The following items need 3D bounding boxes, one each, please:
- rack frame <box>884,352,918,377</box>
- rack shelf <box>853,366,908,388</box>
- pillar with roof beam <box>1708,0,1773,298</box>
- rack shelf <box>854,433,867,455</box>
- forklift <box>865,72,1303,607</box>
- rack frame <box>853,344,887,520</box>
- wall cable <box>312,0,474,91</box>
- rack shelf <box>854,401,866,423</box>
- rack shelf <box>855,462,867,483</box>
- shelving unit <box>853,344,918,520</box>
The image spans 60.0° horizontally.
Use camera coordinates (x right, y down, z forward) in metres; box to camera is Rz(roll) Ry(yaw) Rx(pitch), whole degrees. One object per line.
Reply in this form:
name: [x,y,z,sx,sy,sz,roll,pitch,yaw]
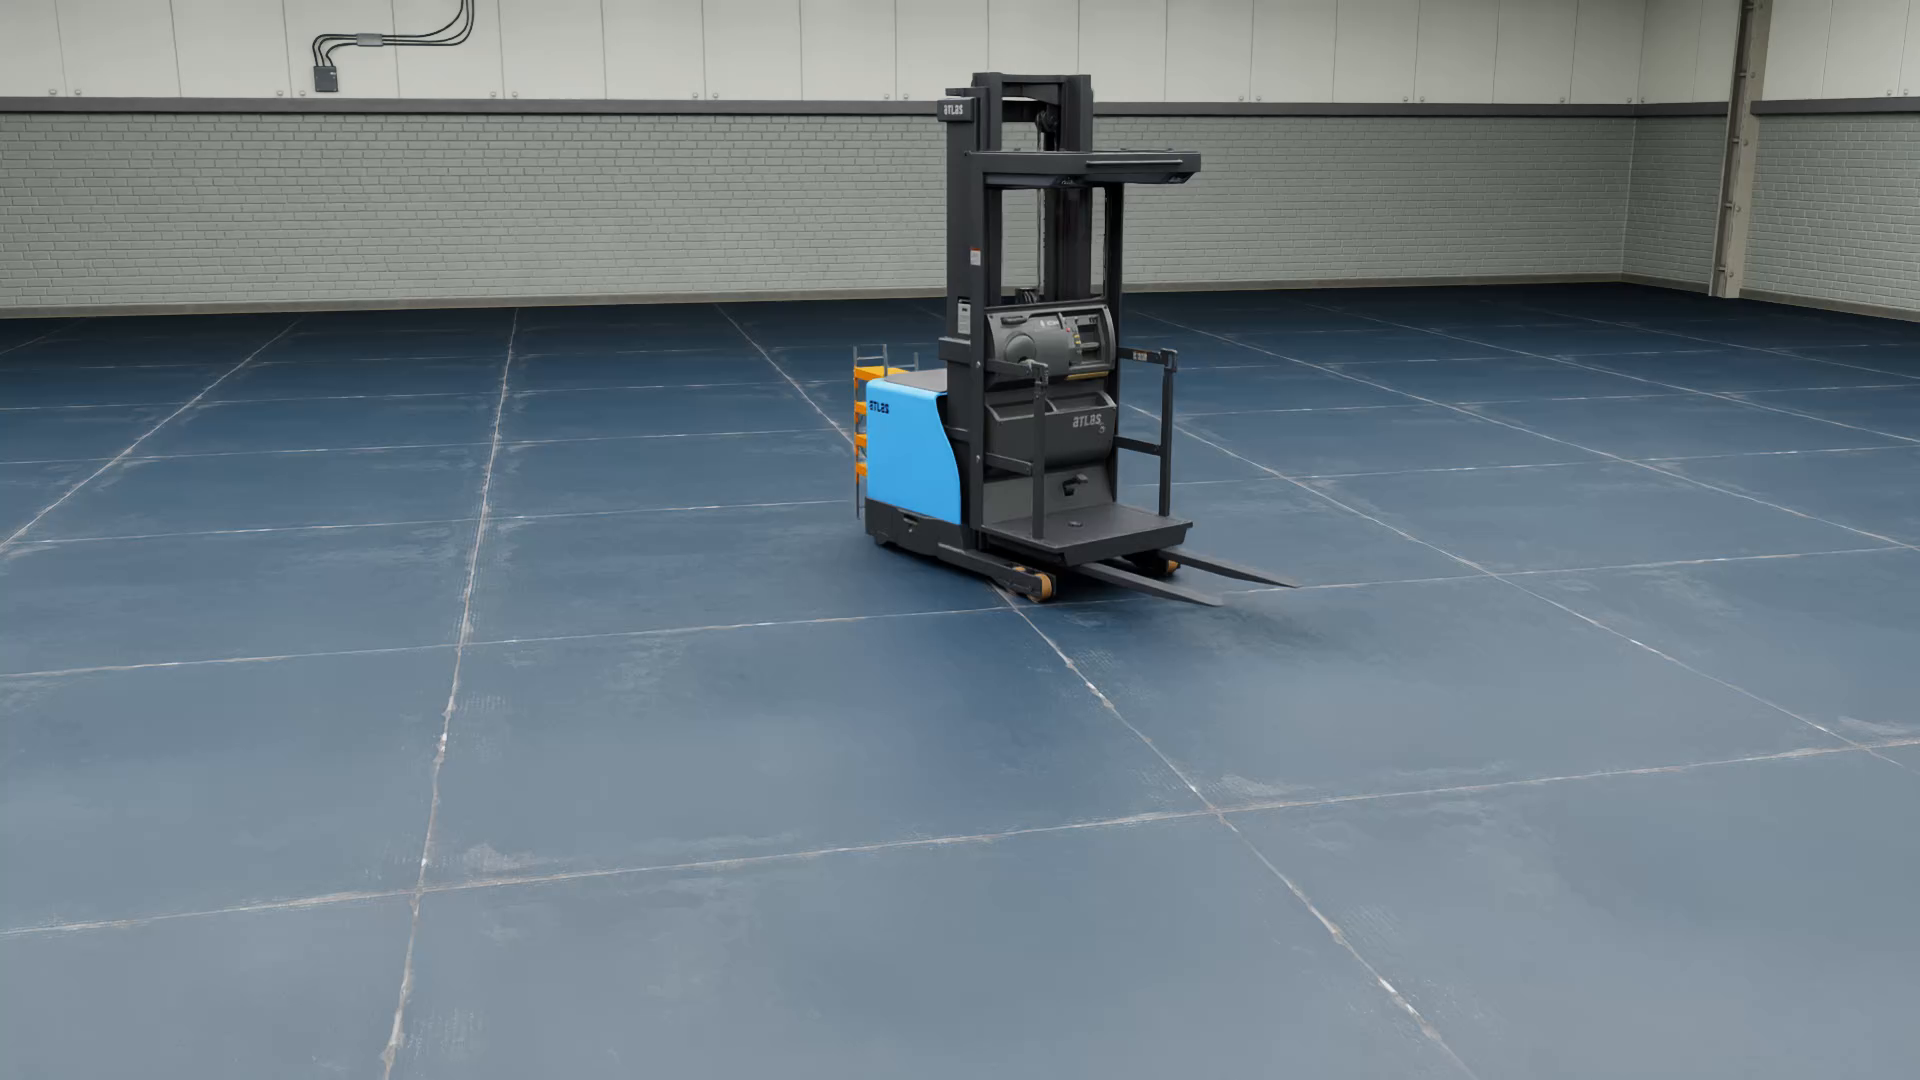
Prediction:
rack frame: [-0.386,-0.633,10.992,0.240,1.200,0.015,-7,15,-26]
rack shelf: [-0.497,-1.067,11.109,0.258,0.148,0.480,-7,15,-26]
pillar with roof beam: [8.330,-8.115,25.181,9.100,9.000,0.400,-3,14,-13]
rack shelf: [-0.497,-0.620,11.219,0.258,0.148,0.480,-7,15,-26]
forklift: [0.675,-1.201,9.668,1.130,2.935,3.031,-10,17,-36]
rack frame: [-0.609,-0.736,11.413,0.240,1.200,0.015,-7,15,-26]
wall cable: [-8.279,-9.530,23.807,2.305,6.003,0.169,-3,14,-13]
rack shelf: [-0.497,-0.837,11.165,0.258,0.148,0.480,-7,15,-26]
rack shelf: [-0.497,-0.427,11.266,0.258,0.148,0.480,-7,15,-26]
shelving unit: [-0.497,-0.685,11.203,0.258,1.200,0.503,-7,15,-26]
